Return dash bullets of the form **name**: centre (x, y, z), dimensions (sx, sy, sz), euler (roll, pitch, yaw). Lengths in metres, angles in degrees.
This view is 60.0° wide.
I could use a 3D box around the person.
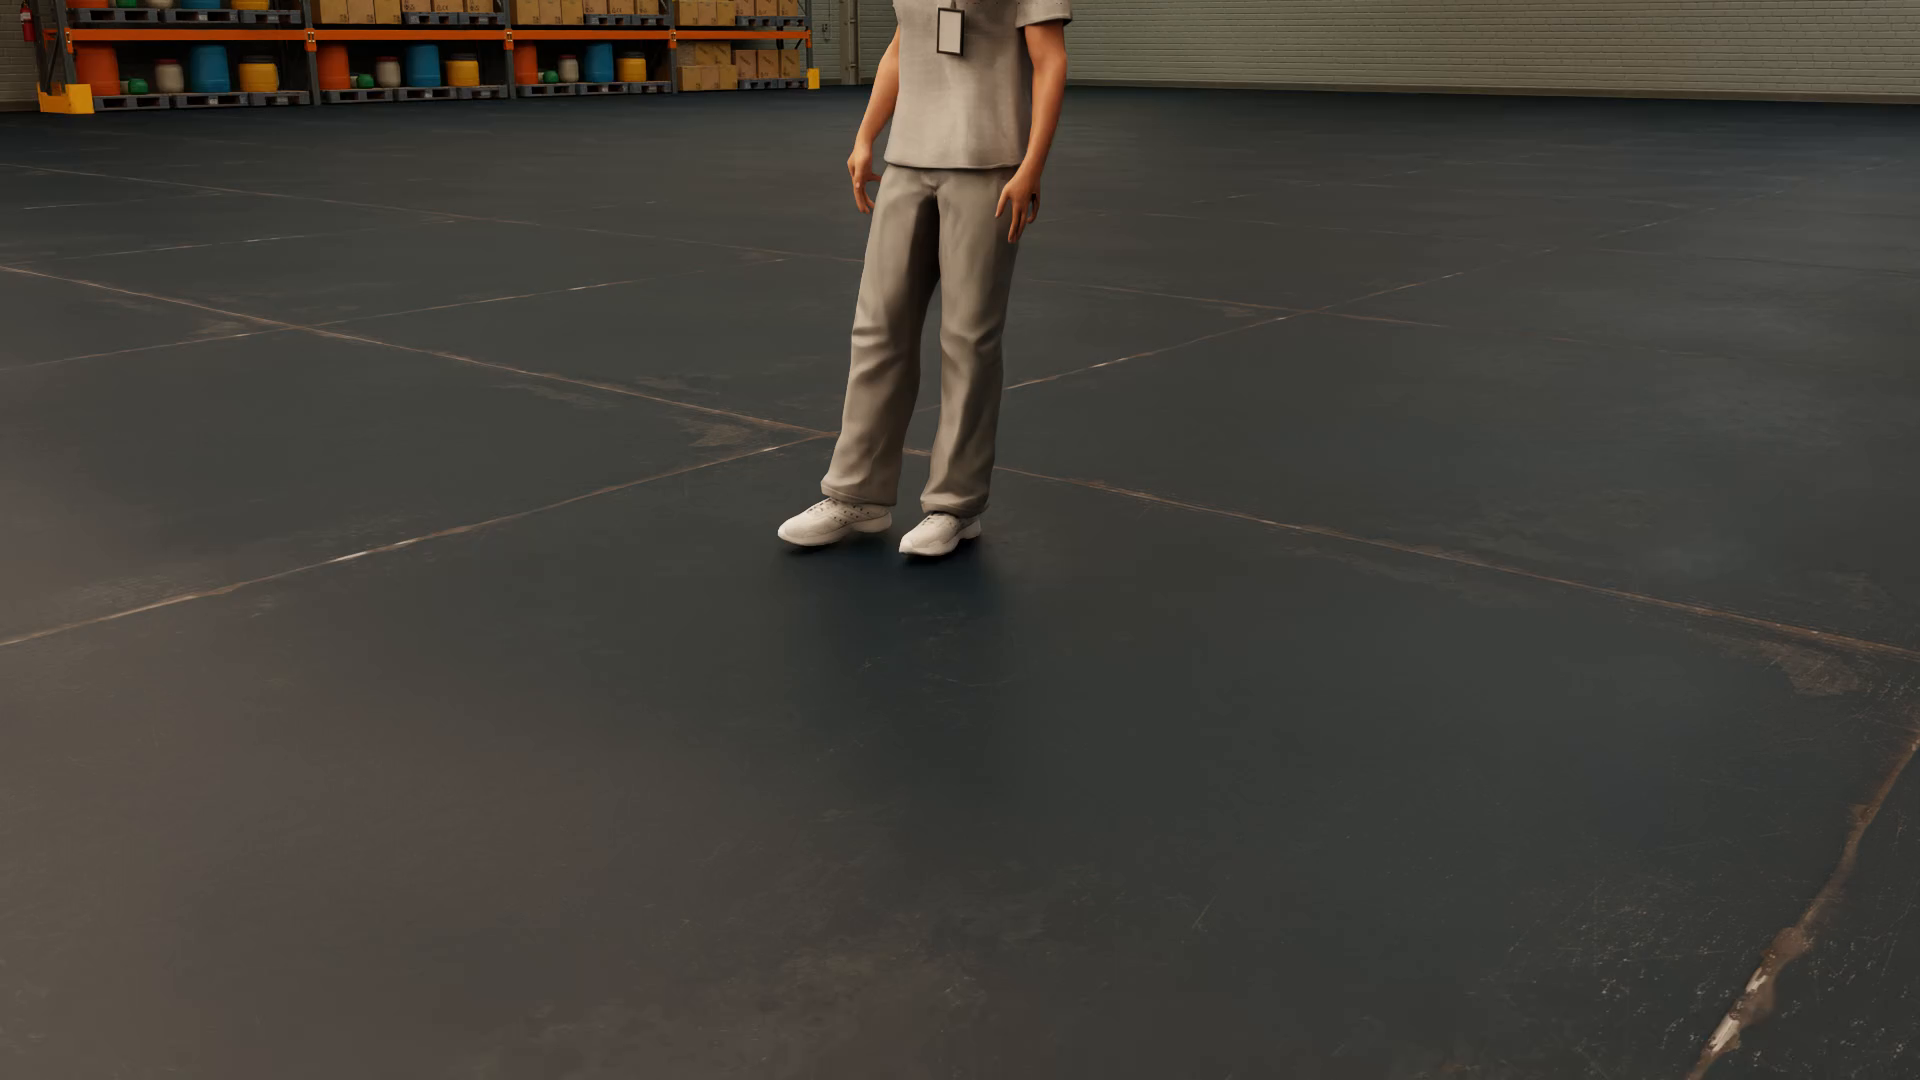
- **person**: centre (-0.057, -0.794, 3.651), dimensions (0.550, 1.674, 0.549), euler (13, 21, 37)
